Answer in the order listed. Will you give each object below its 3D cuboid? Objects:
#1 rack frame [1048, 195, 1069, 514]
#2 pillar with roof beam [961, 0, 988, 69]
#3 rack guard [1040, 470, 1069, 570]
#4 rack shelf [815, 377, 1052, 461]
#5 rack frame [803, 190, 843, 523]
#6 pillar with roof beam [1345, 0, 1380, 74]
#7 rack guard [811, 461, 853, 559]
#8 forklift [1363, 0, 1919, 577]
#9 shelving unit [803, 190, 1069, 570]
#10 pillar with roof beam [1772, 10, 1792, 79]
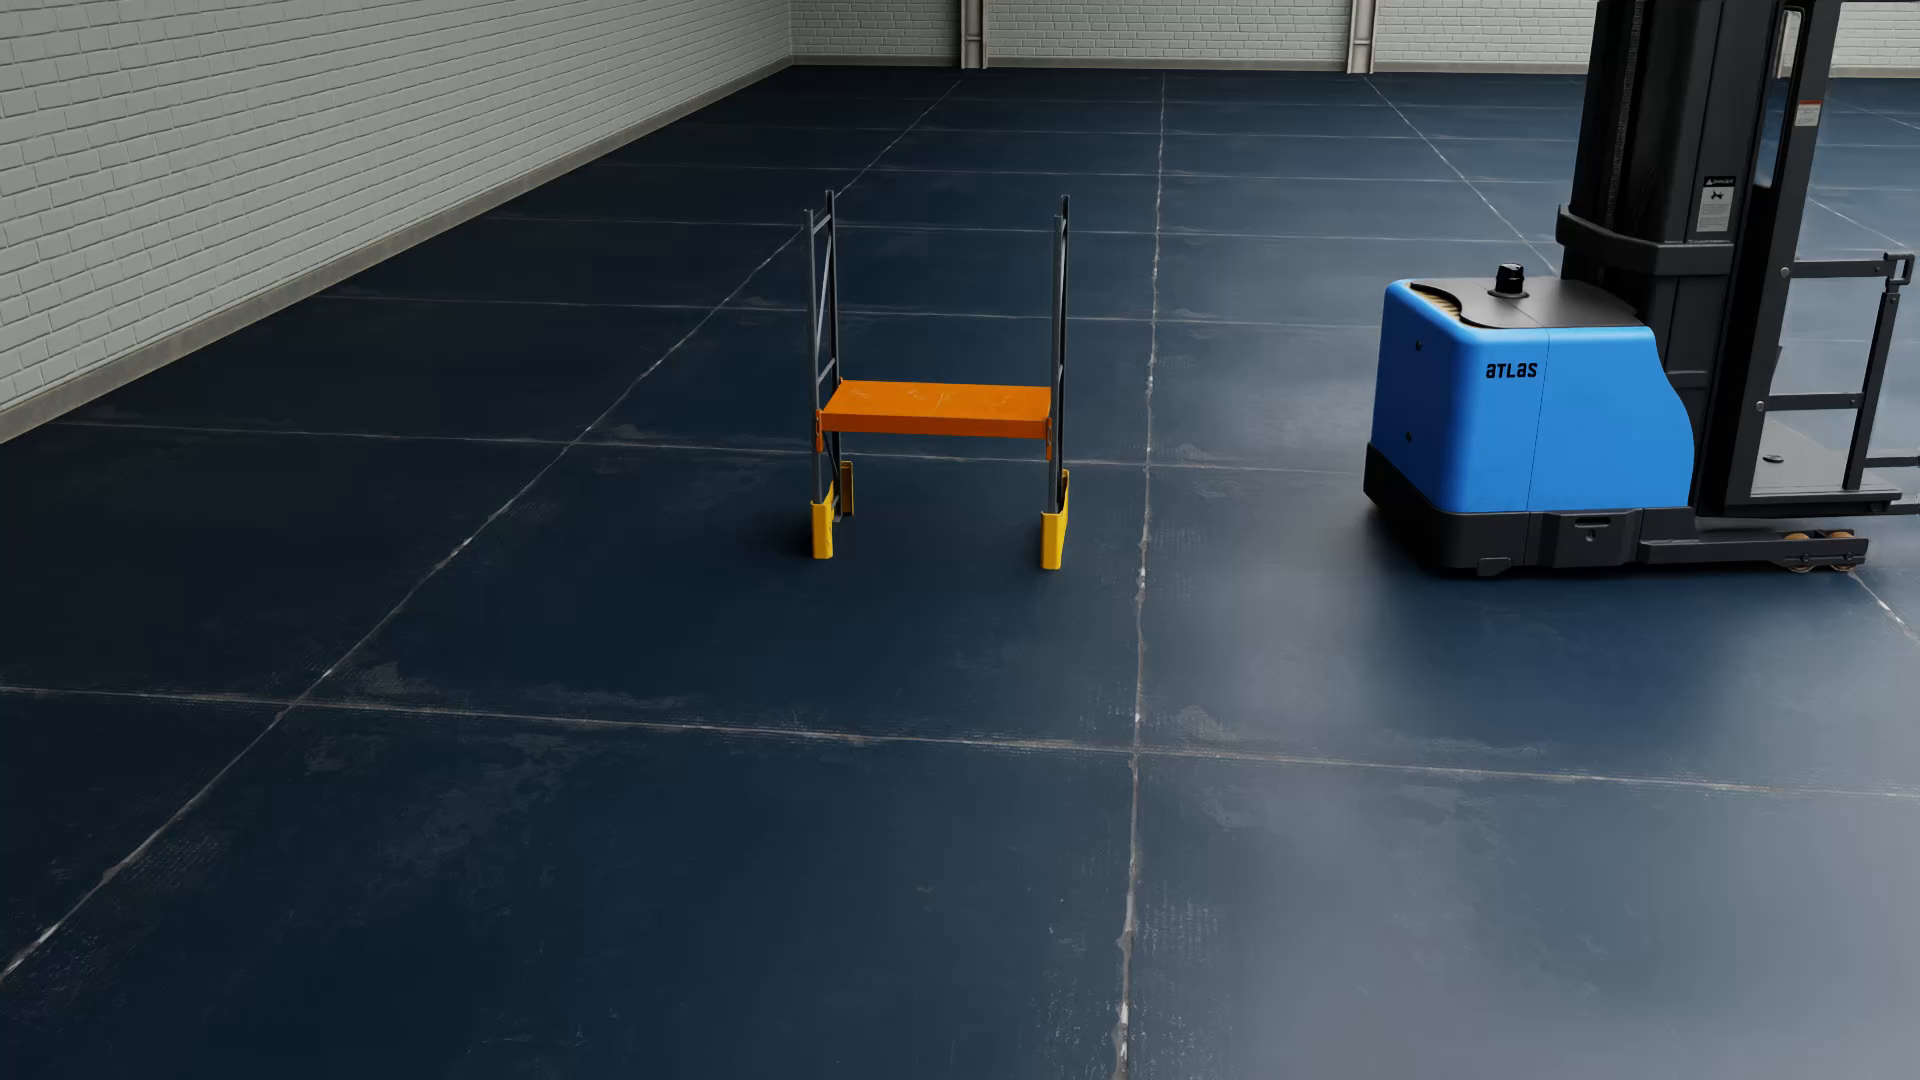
[{"bbox_3d":[0.420,-0.679,7.118,0.032,1.500,0.500,2,22,6],"label":"rack frame"},{"bbox_3d":[-0.278,-10.126,20.813,0.400,9.000,9.100,2,22,6],"label":"pillar with roof beam"},{"bbox_3d":[0.419,-0.098,7.348,0.087,0.250,0.587,2,22,6],"label":"rack guard"},{"bbox_3d":[-0.085,-0.534,7.240,1.000,0.185,0.538,2,22,6],"label":"rack shelf"},{"bbox_3d":[-0.590,-0.723,7.229,0.032,1.500,0.500,2,22,6],"label":"rack frame"},{"bbox_3d":[5.680,-9.866,20.156,0.400,9.000,9.100,2,22,6],"label":"pillar with roof beam"},{"bbox_3d":[-0.570,-0.141,7.457,0.087,0.250,0.587,2,22,6],"label":"rack guard"},{"bbox_3d":[3.444,-1.415,7.033,3.031,2.935,1.130,-2,22,-5],"label":"forklift"},{"bbox_3d":[-0.076,-0.701,7.172,1.083,1.500,0.587,2,22,6],"label":"shelving unit"},{"bbox_3d":[11.638,-9.607,19.499,0.400,9.000,9.100,2,22,6],"label":"pillar with roof beam"}]
